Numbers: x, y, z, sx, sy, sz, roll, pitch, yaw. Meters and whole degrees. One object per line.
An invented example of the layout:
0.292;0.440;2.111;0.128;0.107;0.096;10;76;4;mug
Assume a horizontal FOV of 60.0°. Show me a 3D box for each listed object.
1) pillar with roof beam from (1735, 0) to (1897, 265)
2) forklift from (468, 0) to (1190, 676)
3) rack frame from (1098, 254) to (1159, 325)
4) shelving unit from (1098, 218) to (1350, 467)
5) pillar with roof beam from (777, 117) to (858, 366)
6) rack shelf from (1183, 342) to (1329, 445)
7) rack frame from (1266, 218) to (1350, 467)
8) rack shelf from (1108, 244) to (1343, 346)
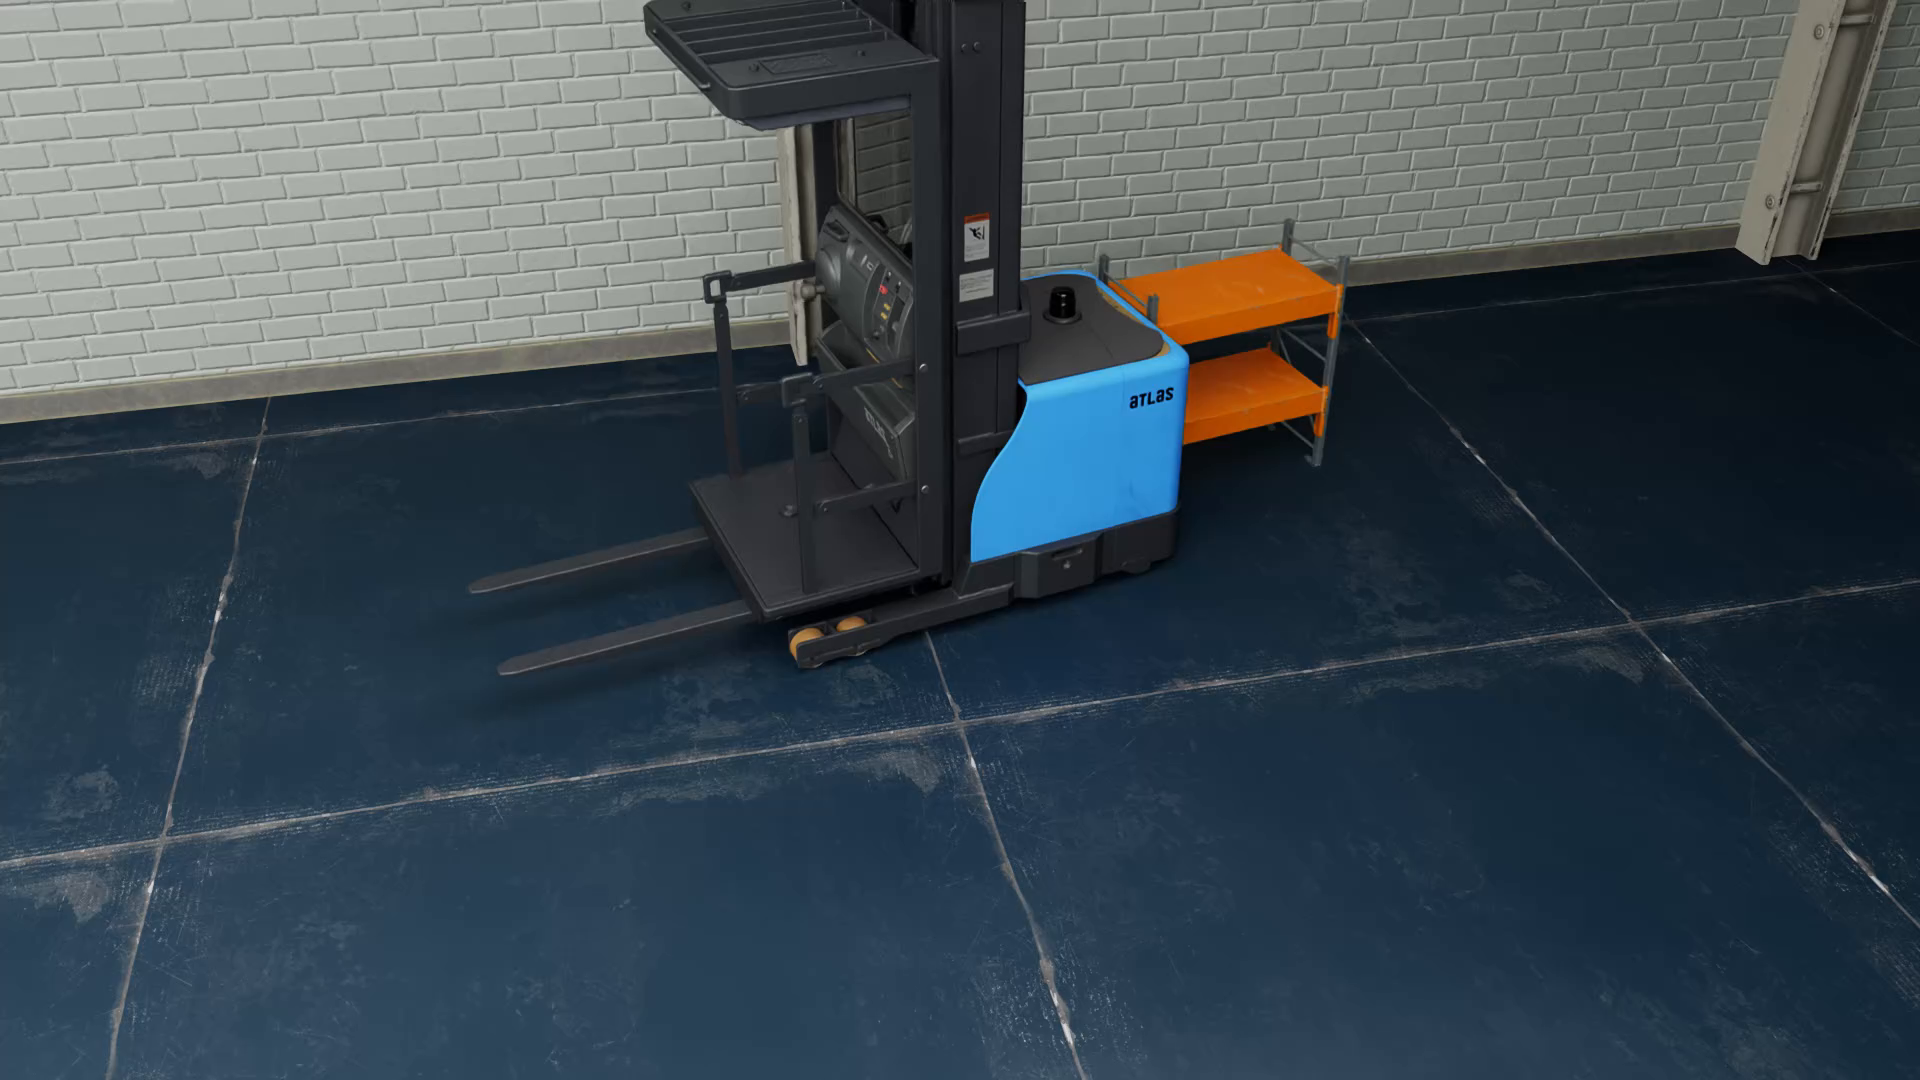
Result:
6.065;-3.205;4.451;0.400;9.000;9.100;-7;35;-11;pillar with roof beam
-0.574;-1.017;6.635;3.031;2.935;1.130;-14;36;-20;forklift
0.761;-0.729;7.827;0.032;1.125;0.500;-14;36;-20;rack frame
1.224;-0.846;8.001;1.048;1.125;0.538;-14;36;-20;shelving unit
0.213;-2.468;3.352;0.400;9.000;9.100;-7;35;-11;pillar with roof beam
1.224;-0.643;8.137;1.000;0.278;0.538;-14;36;-20;rack shelf
1.687;-0.963;8.175;0.032;1.125;0.500;-14;36;-20;rack frame
1.224;-1.089;7.838;1.000;0.278;0.538;-14;36;-20;rack shelf
